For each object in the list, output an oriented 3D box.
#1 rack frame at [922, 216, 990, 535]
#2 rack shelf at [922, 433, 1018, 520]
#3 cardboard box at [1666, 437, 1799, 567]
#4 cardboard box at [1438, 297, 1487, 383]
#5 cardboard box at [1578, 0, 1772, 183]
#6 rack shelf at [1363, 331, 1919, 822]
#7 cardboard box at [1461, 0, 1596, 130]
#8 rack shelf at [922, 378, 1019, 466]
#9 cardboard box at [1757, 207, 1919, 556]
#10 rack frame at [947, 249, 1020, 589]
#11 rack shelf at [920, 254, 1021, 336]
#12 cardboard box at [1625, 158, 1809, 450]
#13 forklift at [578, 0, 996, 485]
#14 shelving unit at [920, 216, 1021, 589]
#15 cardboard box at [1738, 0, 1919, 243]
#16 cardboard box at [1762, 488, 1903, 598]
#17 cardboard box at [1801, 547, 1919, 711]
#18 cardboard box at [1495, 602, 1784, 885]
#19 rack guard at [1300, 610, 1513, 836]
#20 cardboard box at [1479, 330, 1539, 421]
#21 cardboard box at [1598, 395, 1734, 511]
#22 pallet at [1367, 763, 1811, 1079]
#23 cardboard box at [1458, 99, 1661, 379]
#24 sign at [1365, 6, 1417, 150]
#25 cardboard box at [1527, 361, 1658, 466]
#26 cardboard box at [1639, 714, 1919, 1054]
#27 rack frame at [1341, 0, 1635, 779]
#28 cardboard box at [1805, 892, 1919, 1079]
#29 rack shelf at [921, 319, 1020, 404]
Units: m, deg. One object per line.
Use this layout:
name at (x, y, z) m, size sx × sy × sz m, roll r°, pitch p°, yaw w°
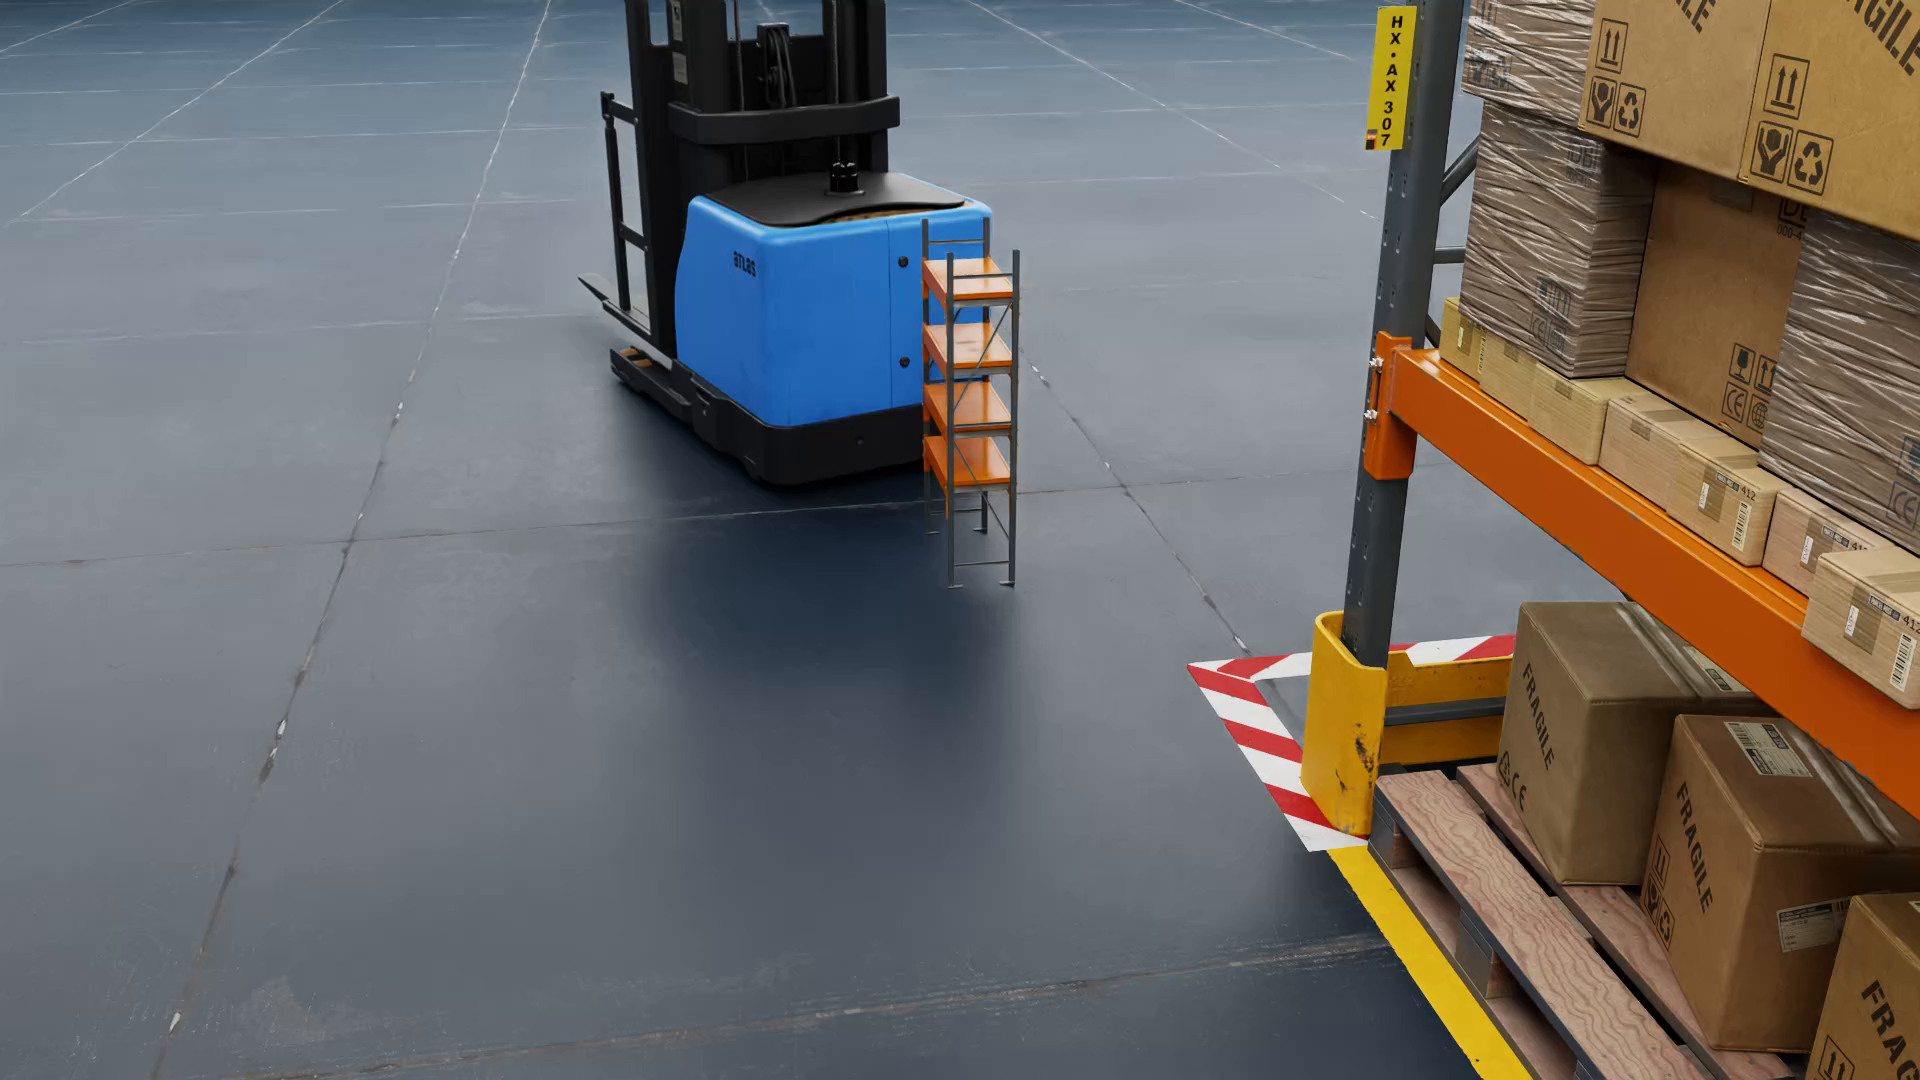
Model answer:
rack frame at (-0.014, -0.581, 6.081) m, size 0.240 × 1.200 × 0.015 m, roll -4°, pitch 24°, yaw -10°
rack shelf at (0.031, -0.241, 5.967) m, size 0.258 × 0.148 × 0.480 m, roll -4°, pitch 24°, yaw -10°
cardboard box at (1.526, -0.081, 3.001) m, size 0.380 × 0.149 × 0.250 m, roll -4°, pitch 24°, yaw -10°
cardboard box at (1.361, -0.476, 3.905) m, size 0.380 × 0.149 × 0.250 m, roll -4°, pitch 24°, yaw -10°
cardboard box at (1.462, -0.927, 2.879) m, size 0.500 × 0.500 × 0.500 m, roll -4°, pitch 24°, yaw -10°
rack shelf at (1.912, 0.396, 2.495) m, size 1.077 × 0.370 × 4.000 m, roll -4°, pitch 24°, yaw -10°
cardboard box at (1.376, -1.124, 3.331) m, size 0.500 × 0.500 × 0.500 m, roll -4°, pitch 24°, yaw -10°
rack shelf at (0.031, -0.423, 5.888) m, size 0.258 × 0.148 × 0.480 m, roll -4°, pitch 24°, yaw -10°
cardboard box at (1.878, -0.297, 2.685) m, size 0.875 × 0.500 × 0.500 m, roll -4°, pitch 24°, yaw -10°
rack frame at (0.076, -0.389, 5.641) m, size 0.240 × 1.200 × 0.015 m, roll -4°, pitch 24°, yaw -10°
rack shelf at (0.031, -0.845, 5.704) m, size 0.258 × 0.148 × 0.480 m, roll -4°, pitch 24°, yaw -10°
cardboard box at (1.827, -0.496, 3.142) m, size 0.875 × 0.500 × 0.500 m, roll -4°, pitch 24°, yaw -10°
forklift at (-1.017, -2.108, 7.414) m, size 1.130 × 2.935 × 3.031 m, roll -13°, pitch 27°, yaw -27°
shelving unit at (0.031, -0.485, 5.861) m, size 0.258 × 1.200 × 0.503 m, roll -4°, pitch 24°, yaw -10°
cardboard box at (1.556, -0.731, 2.429) m, size 0.500 × 0.500 × 0.500 m, roll -4°, pitch 24°, yaw -10°
cardboard box at (1.599, 0.016, 2.780) m, size 0.380 × 0.149 × 0.250 m, roll -4°, pitch 24°, yaw -10°
cardboard box at (1.543, 0.122, 2.538) m, size 0.380 × 0.149 × 0.250 m, roll -4°, pitch 24°, yaw -10°
cardboard box at (1.641, 0.479, 4.003) m, size 0.500 × 0.500 × 0.500 m, roll 0°, pitch 24°, yaw 0°
rack guard at (1.556, 0.455, 4.584) m, size 1.175 × 0.500 × 0.348 m, roll -4°, pitch 24°, yaw -10°
cardboard box at (1.388, -0.376, 3.677) m, size 0.380 × 0.149 × 0.250 m, roll -4°, pitch 24°, yaw -10°
cardboard box at (1.486, -0.180, 3.227) m, size 0.380 × 0.149 × 0.250 m, roll -4°, pitch 24°, yaw -10°
pallet at (1.672, 0.909, 3.904) m, size 1.003 × 0.211 × 1.213 m, roll -4°, pitch 24°, yaw -10°
cardboard box at (1.617, -0.684, 3.572) m, size 0.875 × 0.500 × 0.500 m, roll -4°, pitch 24°, yaw -10°
sign at (1.009, -1.077, 3.886) m, size 0.100 × 0.325 × 0.005 m, roll -4°, pitch 24°, yaw -10°
cardboard box at (1.420, -0.276, 3.449) m, size 0.380 × 0.149 × 0.250 m, roll -4°, pitch 24°, yaw -10°
cardboard box at (1.786, 0.712, 3.470) m, size 0.500 × 0.500 × 0.500 m, roll 2°, pitch 24°, yaw 4°
rack frame at (1.542, -0.720, 4.152) m, size 1.000 × 3.000 × 0.127 m, roll -4°, pitch 24°, yaw -10°
cardboard box at (1.883, 0.960, 2.903) m, size 0.500 × 0.500 × 0.500 m, roll -2°, pitch 24°, yaw -5°
rack shelf at (0.031, -0.628, 5.798) m, size 0.258 × 0.148 × 0.480 m, roll -4°, pitch 24°, yaw -10°
